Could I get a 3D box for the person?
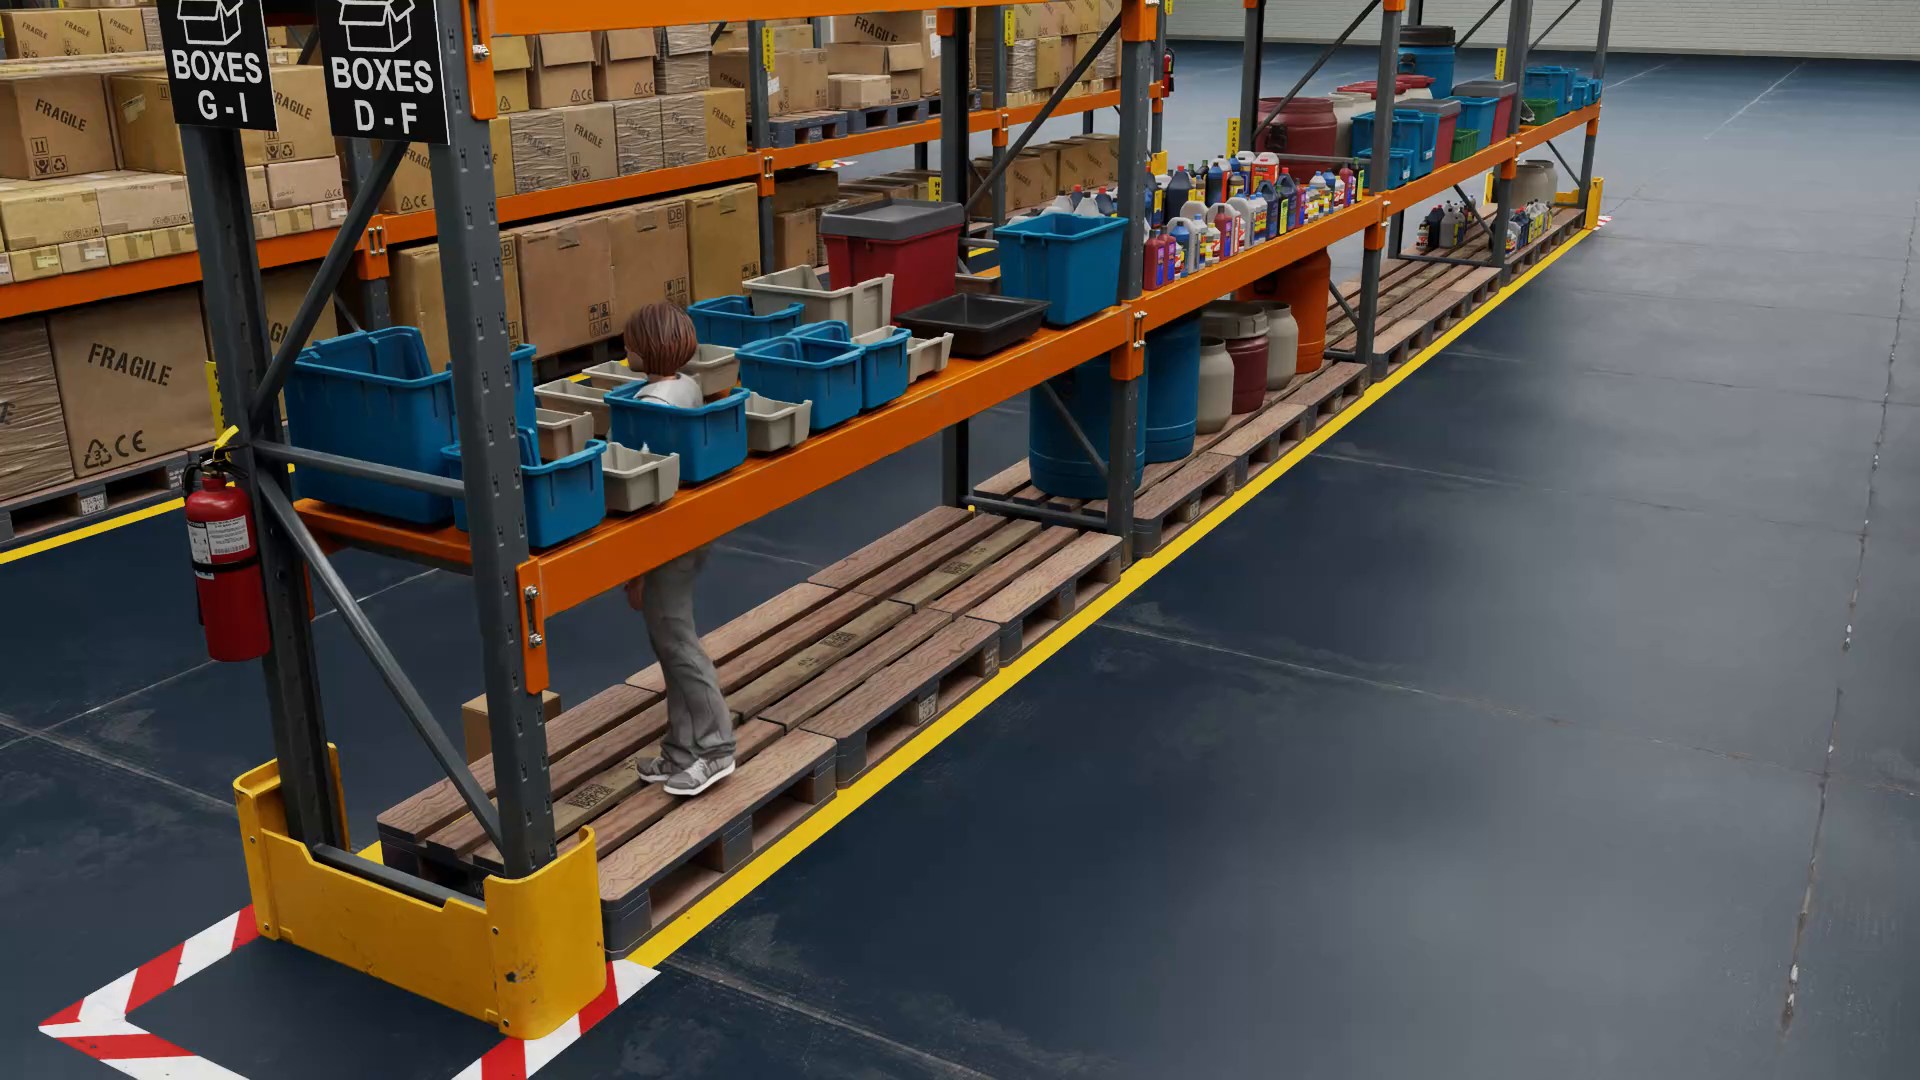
[{"bbox_3d":[-0.917,0.051,5.337,0.364,1.604,0.541,3,20,9],"label":"person"}]
